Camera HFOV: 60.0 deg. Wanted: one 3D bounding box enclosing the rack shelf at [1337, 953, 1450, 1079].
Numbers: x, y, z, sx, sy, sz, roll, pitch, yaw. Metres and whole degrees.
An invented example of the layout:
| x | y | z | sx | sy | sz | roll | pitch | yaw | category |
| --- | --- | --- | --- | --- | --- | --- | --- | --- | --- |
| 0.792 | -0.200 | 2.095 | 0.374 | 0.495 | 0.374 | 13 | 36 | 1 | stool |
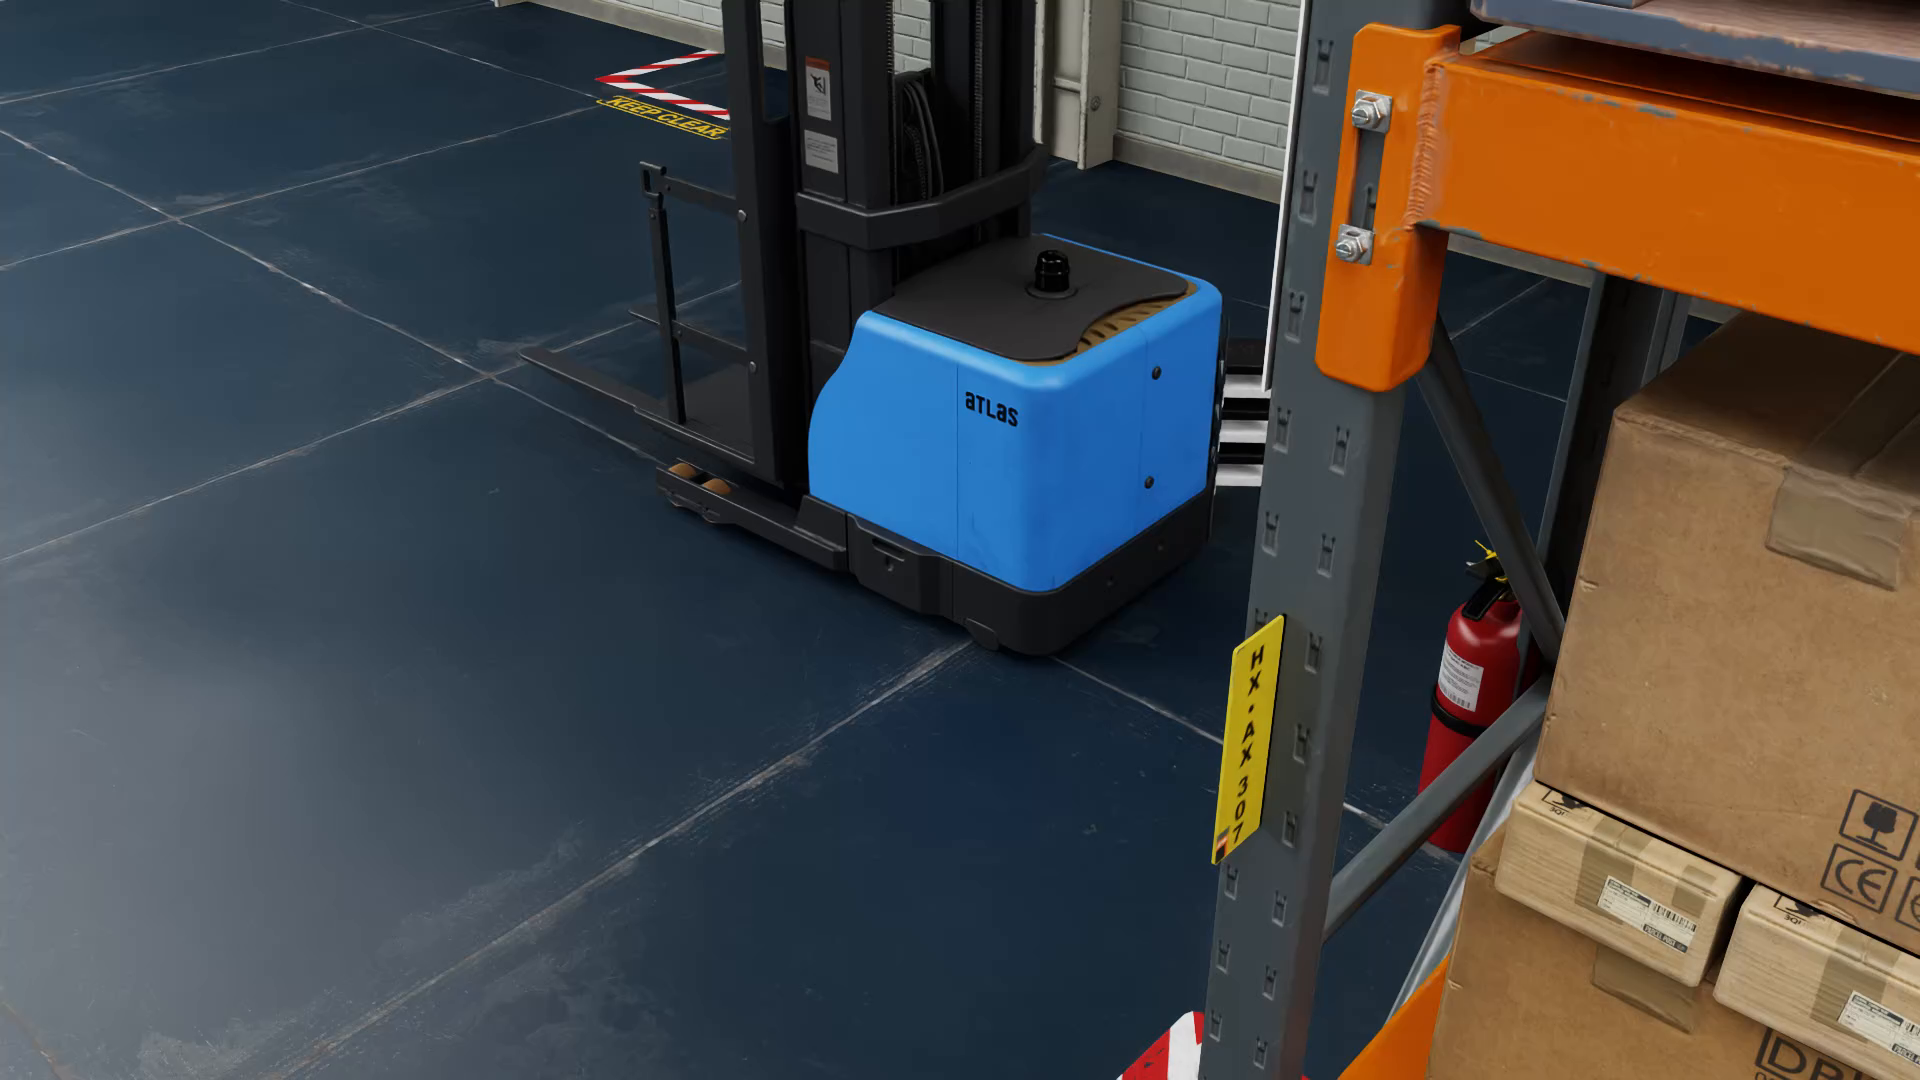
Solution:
| x | y | z | sx | sy | sz | roll | pitch | yaw | category |
| --- | --- | --- | --- | --- | --- | --- | --- | --- | --- |
| 2.208 | 1.442 | 1.644 | 4.000 | 0.370 | 1.077 | 25 | 39 | 35 | rack shelf |

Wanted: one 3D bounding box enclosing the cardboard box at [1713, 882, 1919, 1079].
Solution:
| x | y | z | sx | sy | sz | roll | pitch | yaw | category |
| --- | --- | --- | --- | --- | --- | --- | --- | --- | --- |
| 1.069 | 0.429 | 1.903 | 0.250 | 0.149 | 0.380 | 24 | 38 | 34 | cardboard box |

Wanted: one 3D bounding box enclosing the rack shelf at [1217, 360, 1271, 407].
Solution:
| x | y | z | sx | sy | sz | roll | pitch | yaw | category |
| --- | --- | --- | --- | --- | --- | --- | --- | --- | --- |
| 1.044 | -0.569 | 6.039 | 0.200 | 0.077 | 0.258 | 1 | 31 | 2 | rack shelf |

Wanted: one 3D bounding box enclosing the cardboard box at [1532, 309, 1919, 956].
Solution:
| x | y | z | sx | sy | sz | roll | pitch | yaw | category |
| --- | --- | --- | --- | --- | --- | --- | --- | --- | --- |
| 1.102 | 0.027 | 1.941 | 0.500 | 0.500 | 0.700 | 25 | 39 | 35 | cardboard box |

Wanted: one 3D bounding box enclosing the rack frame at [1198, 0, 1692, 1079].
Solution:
| x | y | z | sx | sy | sz | roll | pitch | yaw | category |
| --- | --- | --- | --- | --- | --- | --- | --- | --- | --- |
| 0.727 | 0.440 | 2.611 | 0.053 | 2.616 | 0.949 | 25 | 39 | 35 | rack frame |

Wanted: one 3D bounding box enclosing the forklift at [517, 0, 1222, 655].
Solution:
| x | y | z | sx | sy | sz | roll | pitch | yaw | category |
| --- | --- | --- | --- | --- | --- | --- | --- | --- | --- |
| -0.546 | -1.503 | 5.905 | 3.031 | 2.935 | 1.130 | 24 | 38 | 34 | forklift |

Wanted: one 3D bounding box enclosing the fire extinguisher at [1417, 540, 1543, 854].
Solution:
| x | y | z | sx | sy | sz | roll | pitch | yaw | category |
| --- | --- | --- | --- | --- | --- | --- | --- | --- | --- |
| 0.949 | 0.256 | 2.992 | 0.183 | 0.674 | 0.296 | 25 | 39 | 35 | fire extinguisher |

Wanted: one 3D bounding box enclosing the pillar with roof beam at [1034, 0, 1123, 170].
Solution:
| x | y | z | sx | sy | sz | roll | pitch | yaw | category |
| --- | --- | --- | --- | --- | --- | --- | --- | --- | --- |
| -2.192 | -4.543 | 5.072 | 0.400 | 9.000 | 9.100 | 25 | 39 | 35 | pillar with roof beam |

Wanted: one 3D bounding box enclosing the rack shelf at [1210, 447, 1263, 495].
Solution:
| x | y | z | sx | sy | sz | roll | pitch | yaw | category |
| --- | --- | --- | --- | --- | --- | --- | --- | --- | --- |
| 1.044 | -0.261 | 6.224 | 0.200 | 0.077 | 0.258 | 1 | 31 | 2 | rack shelf |

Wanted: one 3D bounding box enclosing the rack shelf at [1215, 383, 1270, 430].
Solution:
| x | y | z | sx | sy | sz | roll | pitch | yaw | category |
| --- | --- | --- | --- | --- | --- | --- | --- | --- | --- |
| 1.044 | -0.492 | 6.085 | 0.200 | 0.077 | 0.258 | 1 | 31 | 2 | rack shelf |

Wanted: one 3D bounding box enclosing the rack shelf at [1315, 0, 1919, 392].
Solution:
| x | y | z | sx | sy | sz | roll | pitch | yaw | category |
| --- | --- | --- | --- | --- | --- | --- | --- | --- | --- |
| 2.208 | 0.157 | 0.871 | 4.000 | 0.370 | 1.077 | 25 | 39 | 35 | rack shelf |

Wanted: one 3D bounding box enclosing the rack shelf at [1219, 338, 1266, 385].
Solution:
| x | y | z | sx | sy | sz | roll | pitch | yaw | category |
| --- | --- | --- | --- | --- | --- | --- | --- | --- | --- |
| 1.044 | -0.646 | 5.992 | 0.200 | 0.077 | 0.258 | 1 | 31 | 2 | rack shelf |

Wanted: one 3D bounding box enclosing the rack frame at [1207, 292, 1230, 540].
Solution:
| x | y | z | sx | sy | sz | roll | pitch | yaw | category |
| --- | --- | --- | --- | --- | --- | --- | --- | --- | --- |
| 0.942 | -0.446 | 6.118 | 0.006 | 0.900 | 0.240 | 1 | 31 | 2 | rack frame |

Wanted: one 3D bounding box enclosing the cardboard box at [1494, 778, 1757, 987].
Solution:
| x | y | z | sx | sy | sz | roll | pitch | yaw | category |
| --- | --- | --- | --- | --- | --- | --- | --- | --- | --- |
| 0.871 | 0.339 | 2.053 | 0.250 | 0.149 | 0.380 | 25 | 39 | 35 | cardboard box |

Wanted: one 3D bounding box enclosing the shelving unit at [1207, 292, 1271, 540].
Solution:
| x | y | z | sx | sy | sz | roll | pitch | yaw | category |
| --- | --- | --- | --- | --- | --- | --- | --- | --- | --- |
| 1.044 | -0.444 | 6.114 | 0.210 | 0.900 | 0.258 | 1 | 31 | 2 | shelving unit |

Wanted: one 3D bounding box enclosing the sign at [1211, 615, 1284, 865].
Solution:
| x | y | z | sx | sy | sz | roll | pitch | yaw | category |
| --- | --- | --- | --- | --- | --- | --- | --- | --- | --- |
| 0.348 | 0.247 | 2.016 | 0.005 | 0.325 | 0.100 | 25 | 39 | 35 | sign |

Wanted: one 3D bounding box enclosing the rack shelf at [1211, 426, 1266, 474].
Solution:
| x | y | z | sx | sy | sz | roll | pitch | yaw | category |
| --- | --- | --- | --- | --- | --- | --- | --- | --- | --- |
| 1.044 | -0.338 | 6.178 | 0.200 | 0.077 | 0.258 | 1 | 31 | 2 | rack shelf |

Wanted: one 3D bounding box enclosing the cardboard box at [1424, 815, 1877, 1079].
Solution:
| x | y | z | sx | sy | sz | roll | pitch | yaw | category |
| --- | --- | --- | --- | --- | --- | --- | --- | --- | --- |
| 1.062 | 0.565 | 2.306 | 0.500 | 0.500 | 0.700 | 25 | 39 | 35 | cardboard box |

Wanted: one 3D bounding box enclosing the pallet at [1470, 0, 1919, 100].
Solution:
| x | y | z | sx | sy | sz | roll | pitch | yaw | category |
| --- | --- | --- | --- | --- | --- | --- | --- | --- | --- |
| 1.232 | -0.551 | 1.435 | 1.213 | 0.211 | 1.003 | 25 | 39 | 35 | pallet |

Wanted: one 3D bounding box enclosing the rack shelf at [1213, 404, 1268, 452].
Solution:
| x | y | z | sx | sy | sz | roll | pitch | yaw | category |
| --- | --- | --- | --- | --- | --- | --- | --- | --- | --- |
| 1.044 | -0.415 | 6.131 | 0.200 | 0.077 | 0.258 | 1 | 31 | 2 | rack shelf |

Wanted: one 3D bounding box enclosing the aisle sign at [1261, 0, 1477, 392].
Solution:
| x | y | z | sx | sy | sz | roll | pitch | yaw | category |
| --- | --- | --- | --- | --- | --- | --- | --- | --- | --- |
| 0.470 | -0.578 | 1.781 | 0.004 | 0.787 | 0.394 | 25 | 39 | 35 | aisle sign |

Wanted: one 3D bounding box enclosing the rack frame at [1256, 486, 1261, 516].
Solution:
| x | y | z | sx | sy | sz | roll | pitch | yaw | category |
| --- | --- | --- | --- | --- | --- | --- | --- | --- | --- |
| 1.145 | -0.441 | 6.110 | 0.006 | 0.900 | 0.240 | 1 | 31 | 2 | rack frame |
